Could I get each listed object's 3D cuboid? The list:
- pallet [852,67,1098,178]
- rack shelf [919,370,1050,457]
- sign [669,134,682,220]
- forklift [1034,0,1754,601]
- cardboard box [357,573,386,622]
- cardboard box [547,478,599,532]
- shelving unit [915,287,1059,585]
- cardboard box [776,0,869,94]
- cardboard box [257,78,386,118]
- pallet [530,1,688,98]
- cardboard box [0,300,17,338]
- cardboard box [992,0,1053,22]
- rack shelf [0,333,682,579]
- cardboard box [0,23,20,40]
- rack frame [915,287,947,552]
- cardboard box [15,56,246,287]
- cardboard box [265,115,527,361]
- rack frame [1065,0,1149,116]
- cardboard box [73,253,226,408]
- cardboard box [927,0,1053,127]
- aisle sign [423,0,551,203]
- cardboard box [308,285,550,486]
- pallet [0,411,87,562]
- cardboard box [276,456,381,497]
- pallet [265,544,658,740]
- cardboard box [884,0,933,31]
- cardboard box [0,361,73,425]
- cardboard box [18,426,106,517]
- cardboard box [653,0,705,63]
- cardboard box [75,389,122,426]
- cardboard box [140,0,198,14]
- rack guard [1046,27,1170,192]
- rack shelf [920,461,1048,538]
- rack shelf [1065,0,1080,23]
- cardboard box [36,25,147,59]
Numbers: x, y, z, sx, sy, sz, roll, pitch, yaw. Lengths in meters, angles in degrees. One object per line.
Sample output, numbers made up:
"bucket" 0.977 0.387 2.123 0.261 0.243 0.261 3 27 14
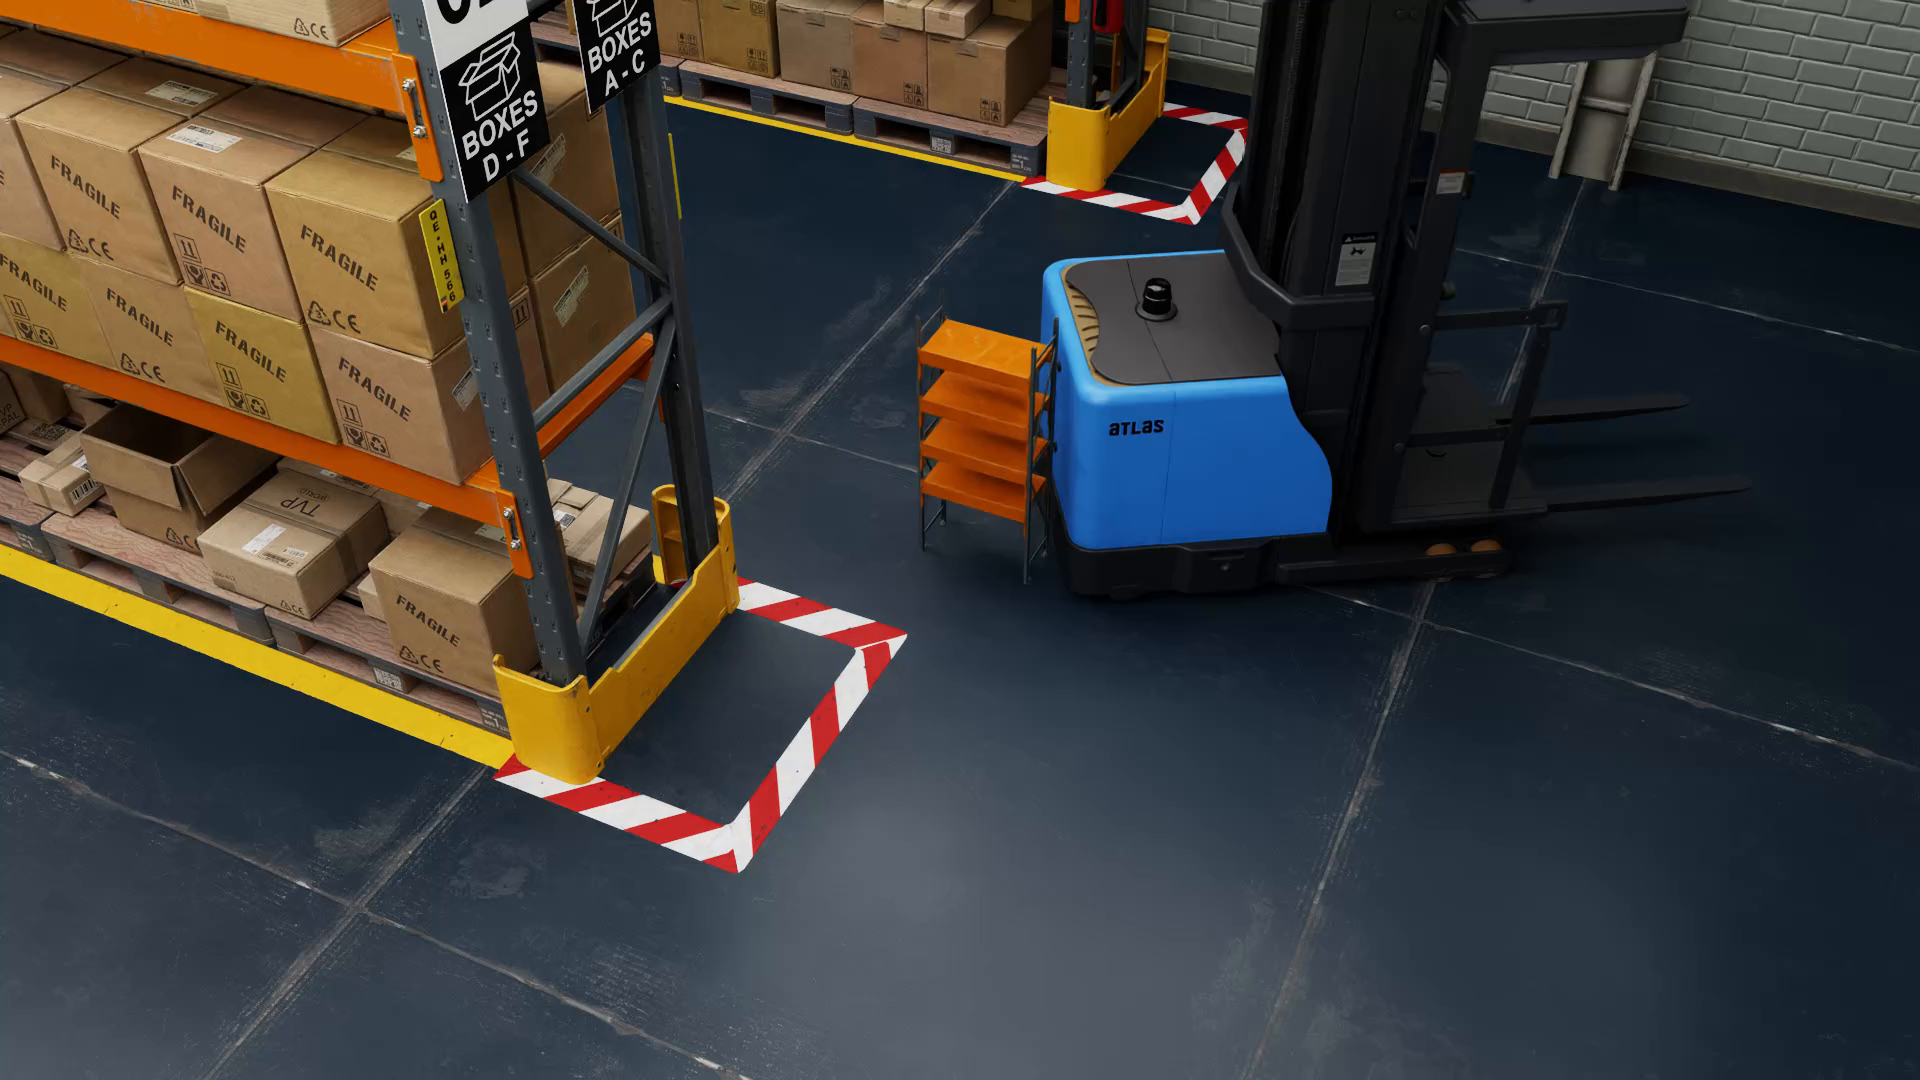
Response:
"pallet" 0.101 -2.642 10.137 1.213 0.211 1.003 17 44 19
"rack shelf" 0.104 -0.523 6.698 0.480 0.148 0.258 17 44 19
"sign" -1.003 -1.228 5.716 0.005 0.325 0.100 17 44 19
"forklift" 1.889 -1.272 6.480 3.031 2.935 1.130 -4 41 -5
"cardboard box" -2.158 0.155 6.608 0.250 0.166 0.380 17 44 19
"cardboard box" -1.693 -0.064 6.861 0.250 0.166 0.380 17 44 19
"shelving unit" 0.104 -0.404 6.800 0.503 1.200 0.258 17 44 19
"cardboard box" -0.727 -3.146 10.178 0.500 0.500 0.700 16 43 17
"cardboard box" -2.000 -1.414 5.752 0.500 0.500 0.500 17 44 19
"pallet" -2.110 -3.317 10.916 1.213 0.211 1.003 17 44 19
"cardboard box" -3.592 -1.142 6.201 0.500 0.500 0.500 17 44 18
"cardboard box" 0.380 -3.198 9.742 0.250 0.149 0.380 17 44 19
"rack shelf" -3.044 -0.861 6.502 4.000 0.370 1.077 17 44 19
"cardboard box" -3.615 -1.520 5.873 0.500 0.500 0.500 16 43 17
"rack frame" -0.117 -0.472 6.879 0.015 1.200 0.240 17 44 19
"cardboard box" -2.682 -1.235 5.545 0.500 0.500 0.500 18 44 20
"cardboard box" -1.752 -0.955 5.222 0.500 0.500 0.500 17 44 18
"rack frame" 0.859 -3.520 9.021 0.127 3.000 1.000 17 44 19
"cardboard box" -2.674 -0.862 5.878 0.500 0.500 0.500 17 44 19
"cardboard box" 0.182 -2.869 9.858 0.500 0.500 0.700 17 44 19
"aisle sign" -1.300 -1.361 4.545 0.004 0.787 0.394 17 44 19
"cardboard box" -1.753 -0.579 5.552 0.500 0.500 0.500 18 44 20
"pallet" -4.235 -0.442 7.599 1.213 0.211 1.003 17 44 19
"cardboard box" -2.511 -0.302 7.072 0.500 0.250 0.500 17 44 19
"pallet" -2.024 0.234 6.820 1.213 0.211 1.003 17 44 19
"cardboard box" -0.243 -3.112 9.643 0.250 0.149 0.380 18 44 20
"cardboard box" -4.221 -0.919 7.593 0.500 0.500 0.500 17 44 19
"cardboard box" -3.780 -0.304 7.138 0.250 0.166 0.380 17 44 19
"cardboard box" -1.678 -3.433 10.509 0.500 0.500 0.700 17 44 18
"cardboard box" -3.541 -0.640 7.415 0.500 0.311 0.500 17 44 19
"cardboard box" -2.257 -1.787 4.845 0.500 0.250 0.500 17 44 19
"rack guard" 0.881 -2.569 9.832 0.348 0.500 1.175 17 44 19
"rack shelf" 0.104 -0.203 6.975 0.480 0.148 0.258 17 44 19
"rack shelf" -0.953 -3.802 9.896 4.000 0.370 1.077 17 44 19
"cardboard box" -2.912 -1.696 6.077 0.500 0.500 0.500 17 44 18
